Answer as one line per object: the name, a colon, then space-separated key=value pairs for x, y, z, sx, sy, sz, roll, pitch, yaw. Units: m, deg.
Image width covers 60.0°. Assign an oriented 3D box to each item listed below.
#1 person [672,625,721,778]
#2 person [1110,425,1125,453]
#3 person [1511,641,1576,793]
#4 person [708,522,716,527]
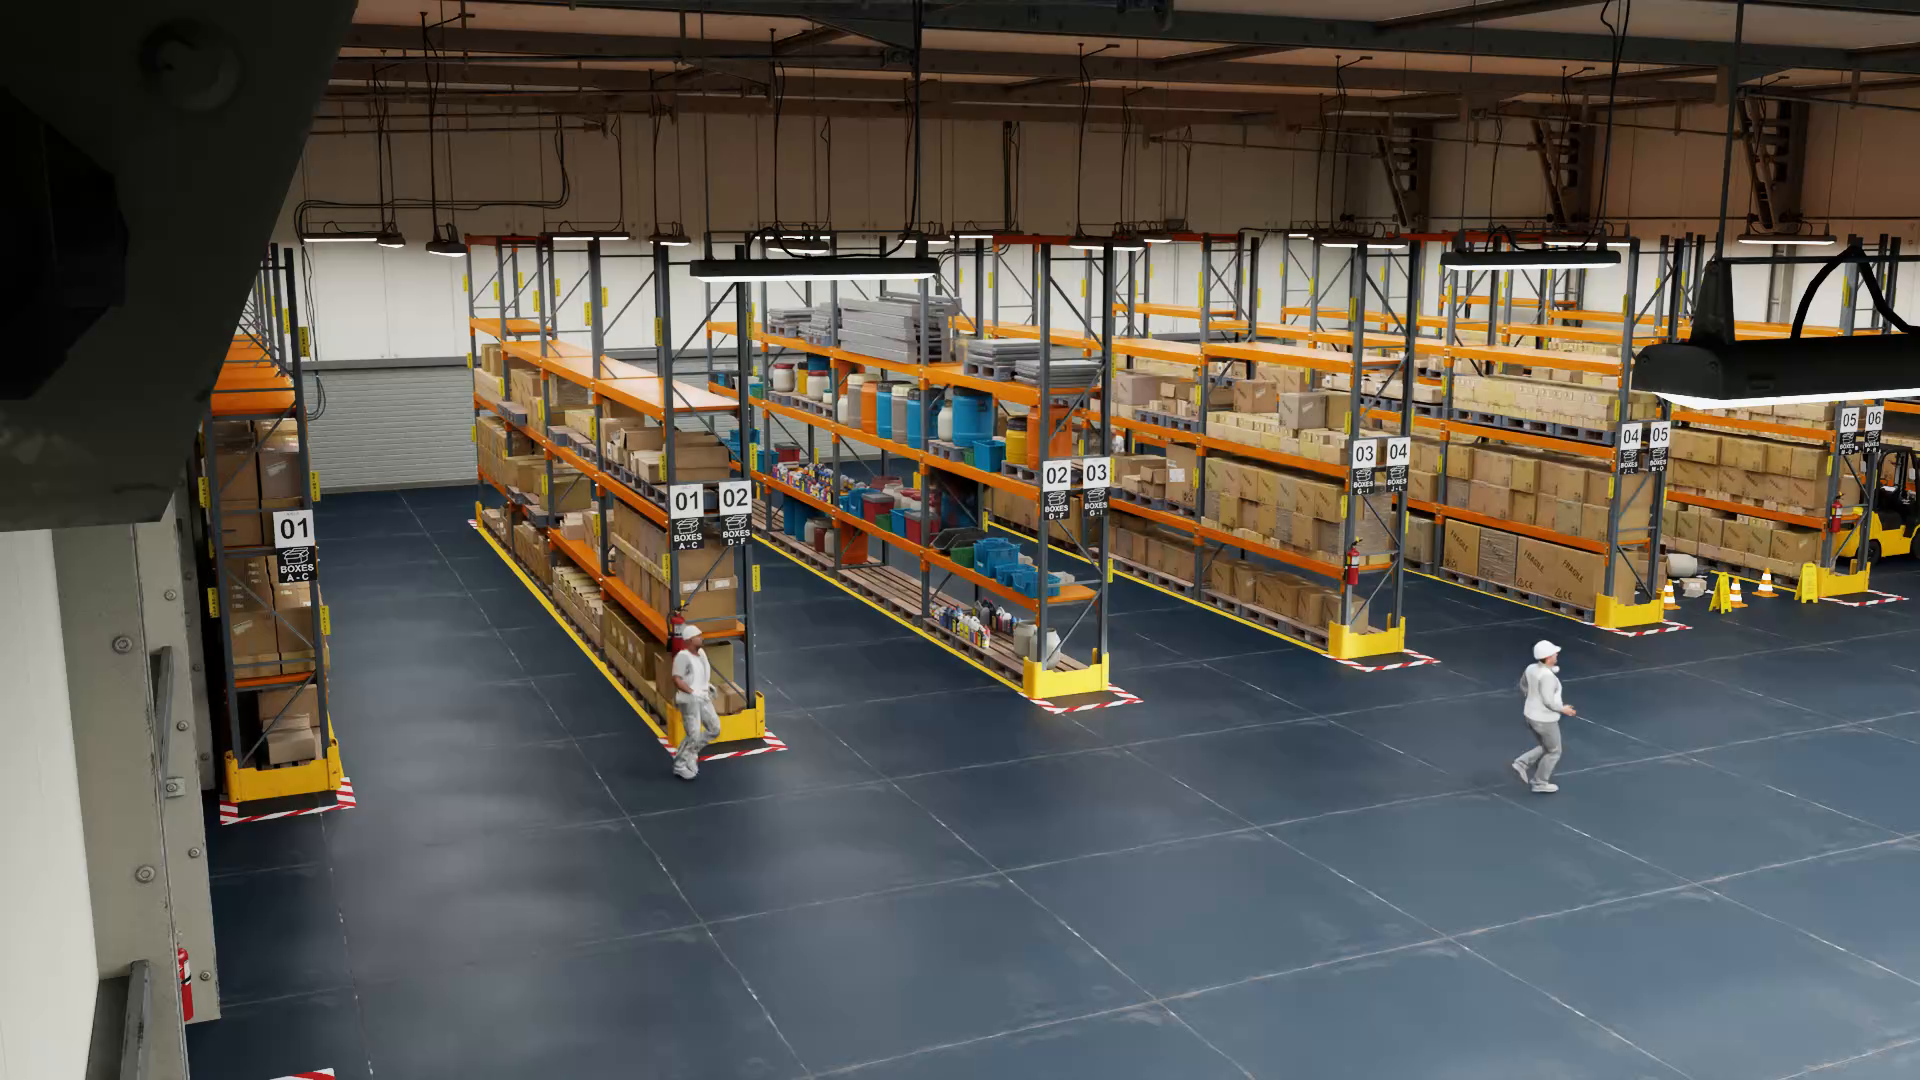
person: x=-2.999 y=1.838 z=19.077 sx=0.534 sy=1.732 sz=0.762 roll=4 pitch=12 yaw=21
person: x=3.429 y=-1.750 z=37.552 sx=0.688 sy=1.733 sz=0.741 roll=-4 pitch=12 yaw=-21
person: x=6.482 y=1.963 z=18.478 sx=0.587 sy=1.729 sz=0.680 roll=0 pitch=11 yaw=-2
person: x=-4.600 y=-0.265 z=29.943 sx=0.672 sy=1.700 sz=0.933 roll=-8 pitch=13 yaw=-35
